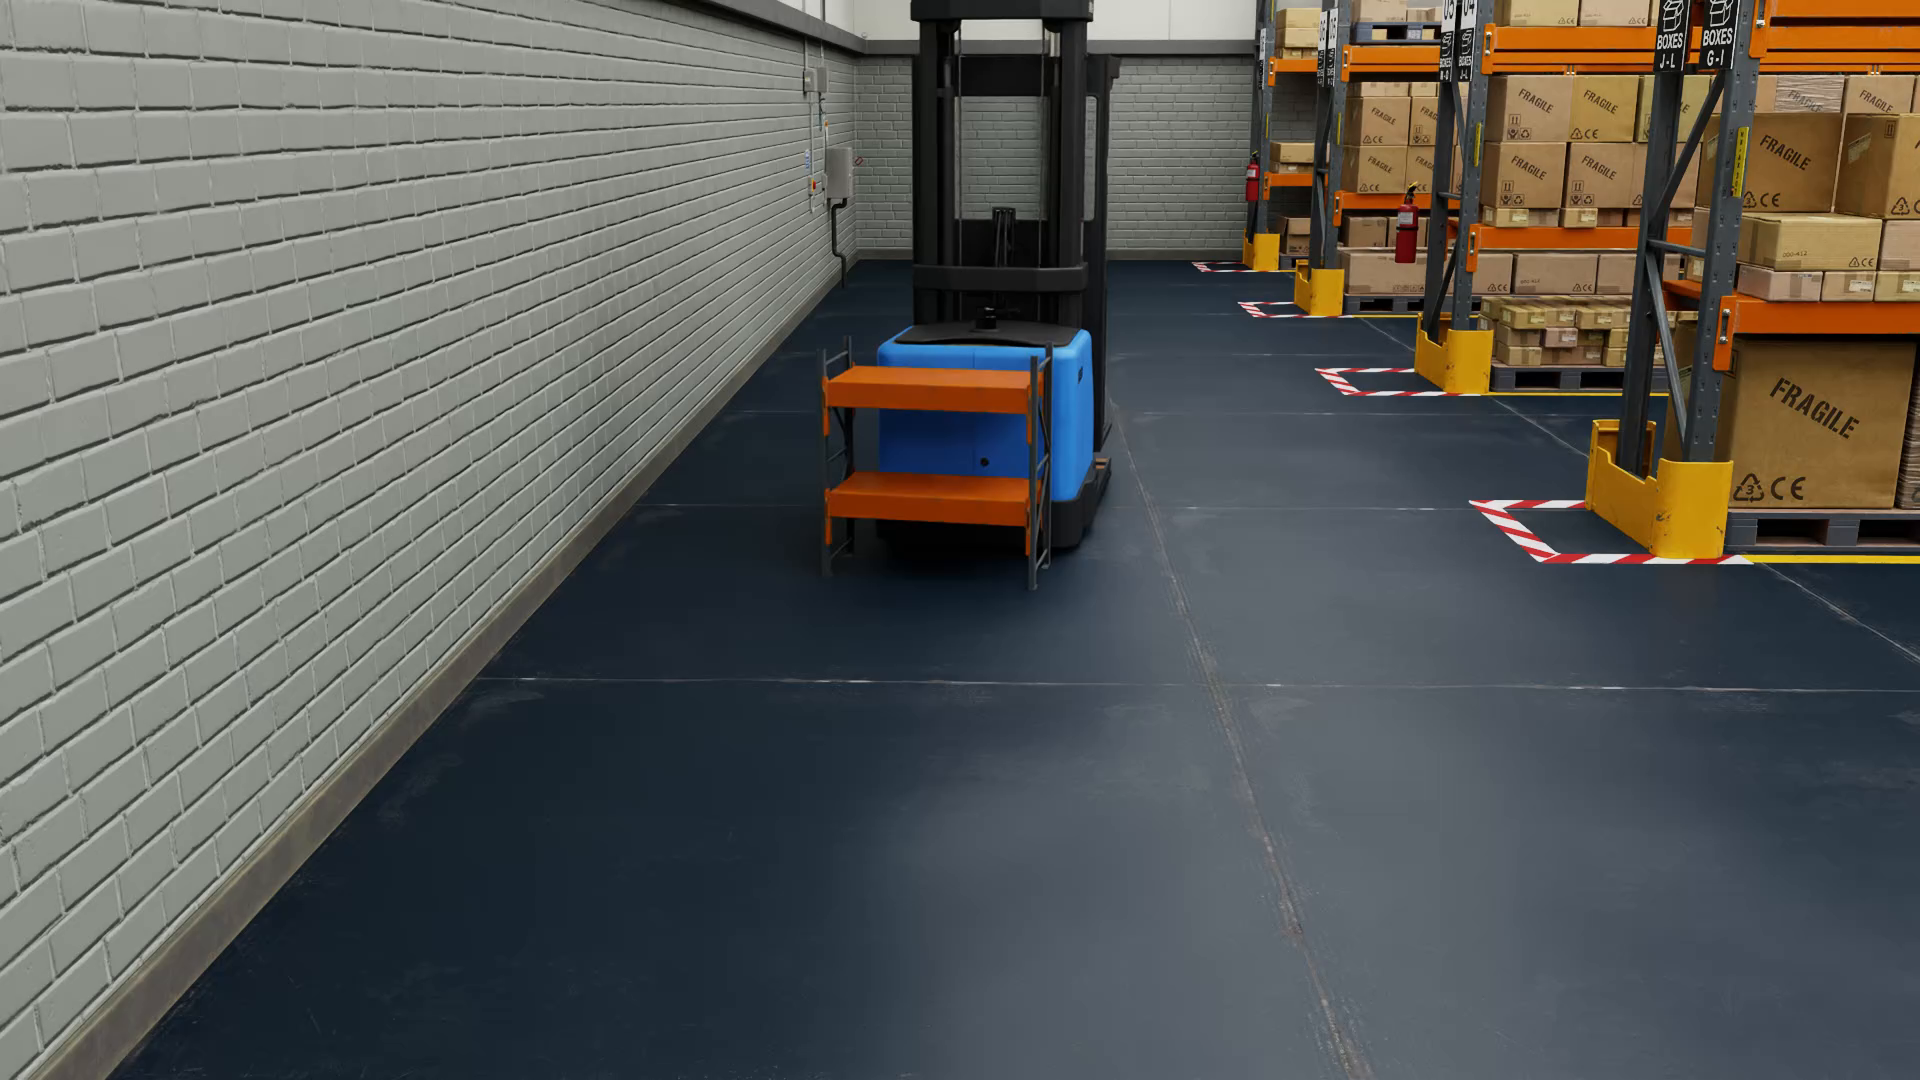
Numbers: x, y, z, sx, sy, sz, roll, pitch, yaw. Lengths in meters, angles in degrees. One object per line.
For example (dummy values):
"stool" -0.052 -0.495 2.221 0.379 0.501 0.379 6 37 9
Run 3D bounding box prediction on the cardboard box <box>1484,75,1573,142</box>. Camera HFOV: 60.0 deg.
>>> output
"cardboard box" 4.439 -3.371 12.999 0.500 0.500 0.500 0 15 1

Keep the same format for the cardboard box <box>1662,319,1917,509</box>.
"cardboard box" 4.411 -0.694 8.932 0.875 0.875 0.875 0 15 1

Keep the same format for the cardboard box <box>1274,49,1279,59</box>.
"cardboard box" 4.472 -6.681 22.895 0.250 0.149 0.380 1 15 3

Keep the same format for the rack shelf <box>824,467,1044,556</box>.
"rack shelf" -0.110 -0.150 8.162 1.000 0.278 0.538 3 15 11

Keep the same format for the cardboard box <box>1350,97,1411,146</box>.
"cardboard box" 4.495 -4.485 17.805 0.500 0.500 0.500 0 15 0

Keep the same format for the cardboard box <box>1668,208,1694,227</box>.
"cardboard box" 5.615 -2.569 13.190 0.250 0.149 0.380 0 15 0

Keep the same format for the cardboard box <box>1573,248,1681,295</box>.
"cardboard box" 7.397 -2.999 18.526 0.875 0.438 0.875 0 15 1

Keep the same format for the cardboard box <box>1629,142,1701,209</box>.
"cardboard box" 5.464 -2.882 13.103 0.500 0.500 0.500 1 15 2

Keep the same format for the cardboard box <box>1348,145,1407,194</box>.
"cardboard box" 4.495 -4.001 17.930 0.500 0.500 0.500 0 15 1

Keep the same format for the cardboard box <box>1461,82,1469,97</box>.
"cardboard box" 5.419 -4.802 17.733 0.250 0.149 0.380 1 15 2

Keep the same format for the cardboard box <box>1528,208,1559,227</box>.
"cardboard box" 4.568 -2.568 13.186 0.250 0.149 0.380 1 15 3

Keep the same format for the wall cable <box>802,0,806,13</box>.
"wall cable" -1.671 -6.895 17.335 0.029 3.000 0.463 0 15 1

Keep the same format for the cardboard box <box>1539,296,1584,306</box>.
"cardboard box" 5.045 -1.954 13.966 0.250 0.149 0.380 0 15 0

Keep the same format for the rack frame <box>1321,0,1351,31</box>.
"rack frame" 4.023 -6.930 17.467 0.127 3.000 1.000 0 15 1

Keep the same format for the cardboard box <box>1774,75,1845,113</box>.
"cardboard box" 6.491 -3.359 12.952 0.500 0.500 0.500 1 15 3

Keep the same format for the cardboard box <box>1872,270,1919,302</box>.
"cardboard box" 4.629 -1.291 8.347 0.250 0.149 0.380 0 15 0

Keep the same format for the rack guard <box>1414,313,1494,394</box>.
"rack guard" 4.073 -1.557 13.762 0.348 0.500 1.175 0 15 1

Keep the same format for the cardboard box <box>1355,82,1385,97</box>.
"cardboard box" 4.371 -4.802 17.733 0.250 0.149 0.380 1 15 3

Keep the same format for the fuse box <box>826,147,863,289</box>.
"fuse box" -1.415 -3.972 20.540 0.414 1.711 0.539 0 15 1

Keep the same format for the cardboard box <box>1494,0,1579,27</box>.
"cardboard box" 4.440 -4.076 12.823 0.500 0.250 0.500 1 15 3

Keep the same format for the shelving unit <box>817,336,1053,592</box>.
"shelving unit" -0.110 -0.387 8.100 1.048 1.125 0.538 3 15 11

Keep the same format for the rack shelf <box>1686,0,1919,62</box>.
"rack shelf" 5.769 -2.592 8.313 4.000 0.370 1.077 0 15 1

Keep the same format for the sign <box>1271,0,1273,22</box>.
"sign" 4.132 -7.030 22.011 0.005 0.325 0.100 0 15 1

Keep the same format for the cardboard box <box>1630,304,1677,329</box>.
"cardboard box" 5.567 -1.798 13.375 0.250 0.149 0.380 1 15 4

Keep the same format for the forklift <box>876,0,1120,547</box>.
"forklift" 0.318 -1.708 9.569 1.130 2.935 3.031 2 15 9

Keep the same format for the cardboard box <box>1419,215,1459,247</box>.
"cardboard box" 6.646 -4.239 23.104 0.500 0.500 0.700 0 15 -1

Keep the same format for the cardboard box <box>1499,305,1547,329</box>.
"cardboard box" 4.512 -1.788 13.338 0.250 0.149 0.380 0 15 -1

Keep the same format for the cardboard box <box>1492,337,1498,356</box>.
"cardboard box" 4.529 -1.641 13.944 0.250 0.149 0.380 1 15 2

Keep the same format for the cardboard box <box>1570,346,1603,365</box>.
"cardboard box" 5.025 -1.525 13.506 0.250 0.149 0.380 1 15 2

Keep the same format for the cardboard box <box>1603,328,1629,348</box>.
"cardboard box" 5.288 -1.641 13.363 0.250 0.149 0.380 1 15 3

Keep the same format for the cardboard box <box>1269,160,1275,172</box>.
"cardboard box" 4.484 -5.240 23.313 0.250 0.149 0.380 0 15 1

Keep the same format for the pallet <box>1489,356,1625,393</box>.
"pallet" 4.885 -1.403 13.745 1.213 0.211 1.003 0 15 1

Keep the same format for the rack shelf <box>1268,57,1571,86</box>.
"rack shelf" 6.145 -6.385 22.690 4.000 0.370 1.077 0 15 1

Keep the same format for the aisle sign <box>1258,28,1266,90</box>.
"aisle sign" 4.070 -6.478 22.416 0.004 0.787 0.394 0 15 1

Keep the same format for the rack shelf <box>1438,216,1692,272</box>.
"rack shelf" 5.997 -2.405 13.487 4.000 0.370 1.077 0 15 1

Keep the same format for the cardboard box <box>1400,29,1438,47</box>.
"cardboard box" 6.120 -6.742 22.346 0.500 0.250 0.500 0 15 1

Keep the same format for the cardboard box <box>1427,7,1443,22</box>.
"cardboard box" 5.105 -5.544 17.566 0.250 0.149 0.380 1 15 3

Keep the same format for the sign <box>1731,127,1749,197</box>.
"sign" 3.749 -1.817 7.996 0.005 0.325 0.100 0 15 1

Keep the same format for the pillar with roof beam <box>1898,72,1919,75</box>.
"pillar with roof beam" 13.360 -7.267 18.745 0.400 9.000 9.100 0 15 1

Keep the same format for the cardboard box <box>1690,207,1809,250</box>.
"cardboard box" 4.261 -1.638 8.879 0.500 0.250 0.500 0 15 1

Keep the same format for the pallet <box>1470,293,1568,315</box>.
"pallet" 6.041 -2.687 18.611 1.213 0.211 1.003 0 15 1

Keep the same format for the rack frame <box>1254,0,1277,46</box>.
"rack frame" 4.146 -8.196 22.265 0.127 3.000 1.000 0 15 1

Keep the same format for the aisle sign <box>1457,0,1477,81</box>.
"aisle sign" 3.917 -3.947 12.825 0.004 0.787 0.394 0 15 1

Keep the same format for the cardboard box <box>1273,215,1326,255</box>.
"cardboard box" 4.755 -4.263 23.188 0.637 0.503 0.797 0 15 -1
